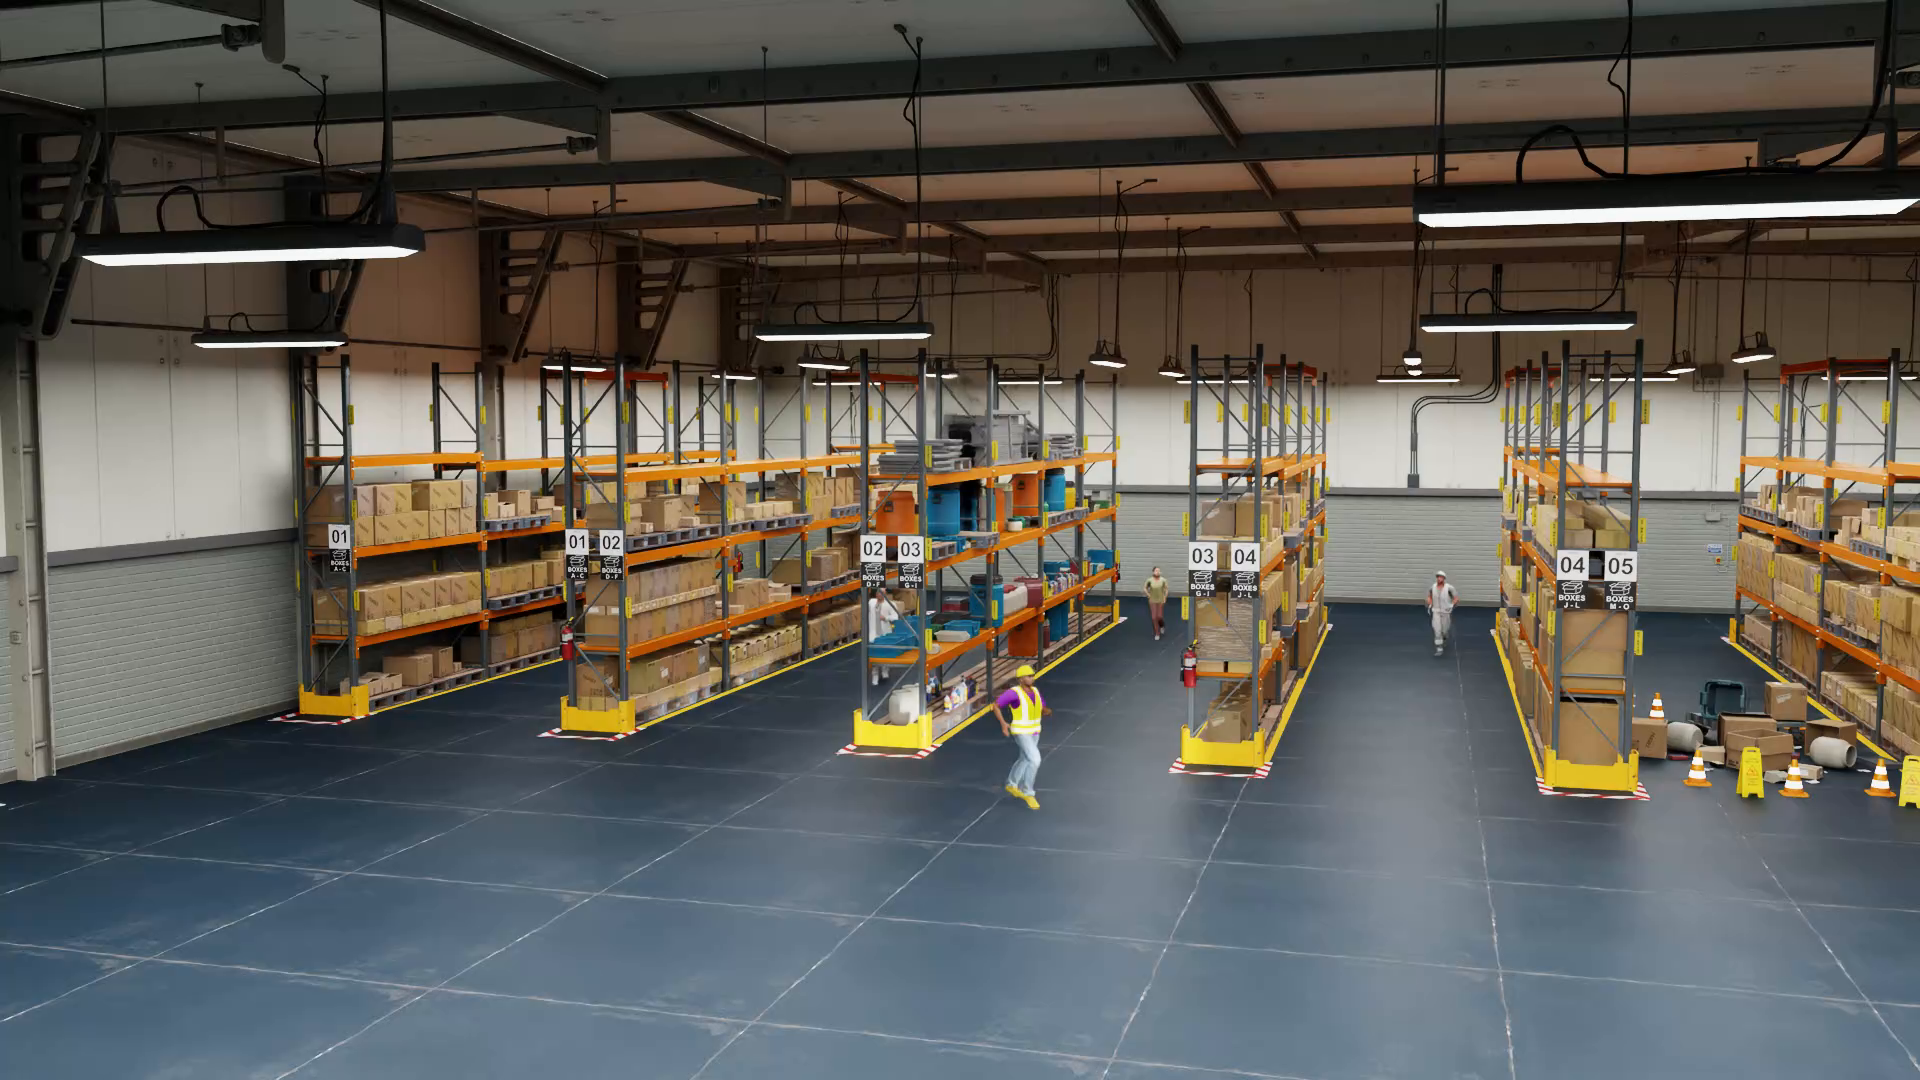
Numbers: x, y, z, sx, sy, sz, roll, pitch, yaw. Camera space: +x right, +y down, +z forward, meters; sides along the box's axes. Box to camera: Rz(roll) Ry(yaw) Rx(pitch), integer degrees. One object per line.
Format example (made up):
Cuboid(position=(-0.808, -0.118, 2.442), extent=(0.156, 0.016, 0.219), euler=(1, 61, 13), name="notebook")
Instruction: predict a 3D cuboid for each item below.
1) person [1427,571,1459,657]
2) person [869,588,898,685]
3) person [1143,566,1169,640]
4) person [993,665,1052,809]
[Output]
Cuboid(position=(10.055, 1.531, 34.702), extent=(0.650, 1.768, 0.685), euler=(2, 5, 27), name="person")
Cuboid(position=(-1.487, 1.777, 31.159), extent=(0.666, 1.847, 0.937), euler=(0, 4, 3), name="person")
Cuboid(position=(4.386, 1.402, 37.238), extent=(0.573, 1.644, 0.583), euler=(0, 4, 6), name="person")
Cuboid(position=(0.848, 2.519, 21.382), extent=(0.765, 1.829, 0.669), euler=(4, 6, 40), name="person")
